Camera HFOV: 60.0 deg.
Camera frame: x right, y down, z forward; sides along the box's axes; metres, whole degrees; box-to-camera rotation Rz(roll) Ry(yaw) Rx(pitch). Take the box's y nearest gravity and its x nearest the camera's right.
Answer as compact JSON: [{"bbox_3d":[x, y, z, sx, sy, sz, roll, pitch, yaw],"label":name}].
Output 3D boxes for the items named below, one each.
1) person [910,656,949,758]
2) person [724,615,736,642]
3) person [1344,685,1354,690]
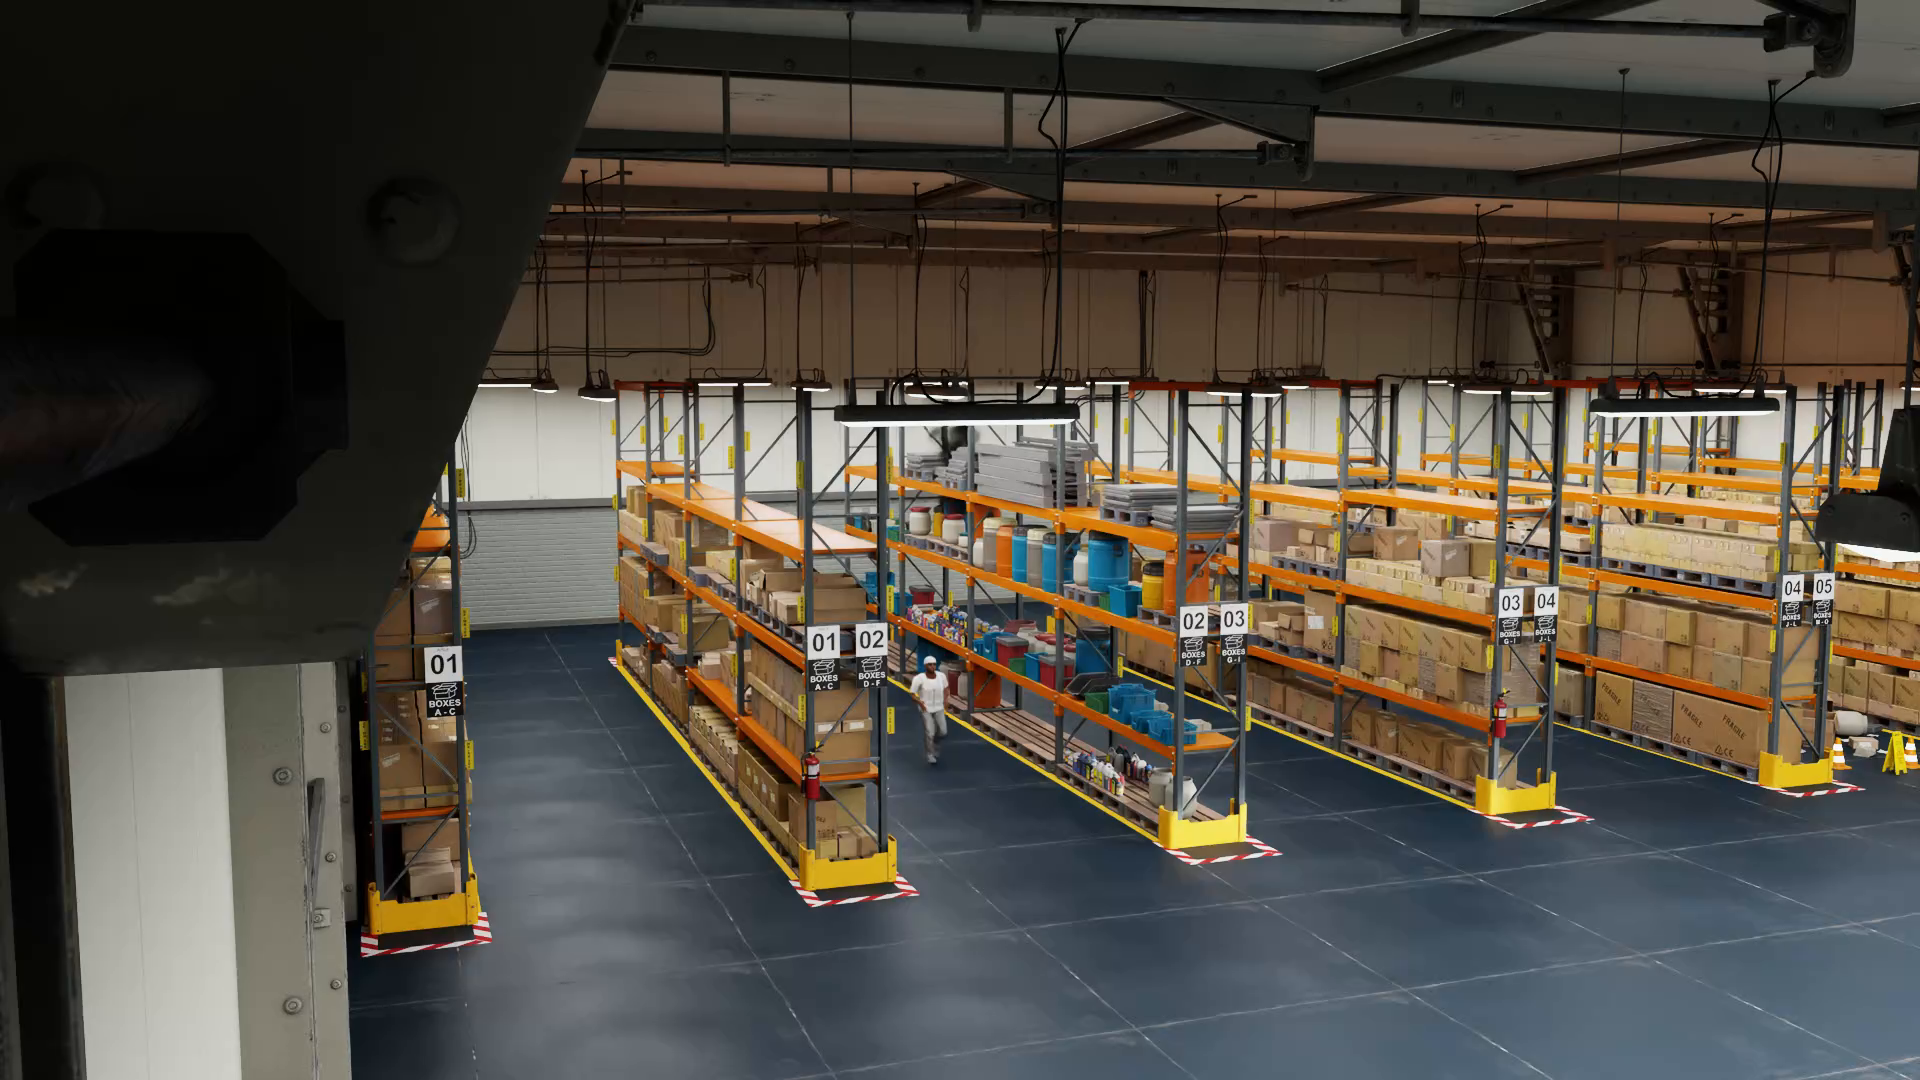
[{"bbox_3d":[-0.431,2.662,26.296,0.674,1.665,0.524,-2,6,-20],"label":"person"},{"bbox_3d":[-4.943,1.721,35.692,0.851,1.741,0.683,5,8,41],"label":"person"},{"bbox_3d":[7.646,2.059,32.213,0.635,1.727,0.564,-2,6,-21],"label":"person"}]
